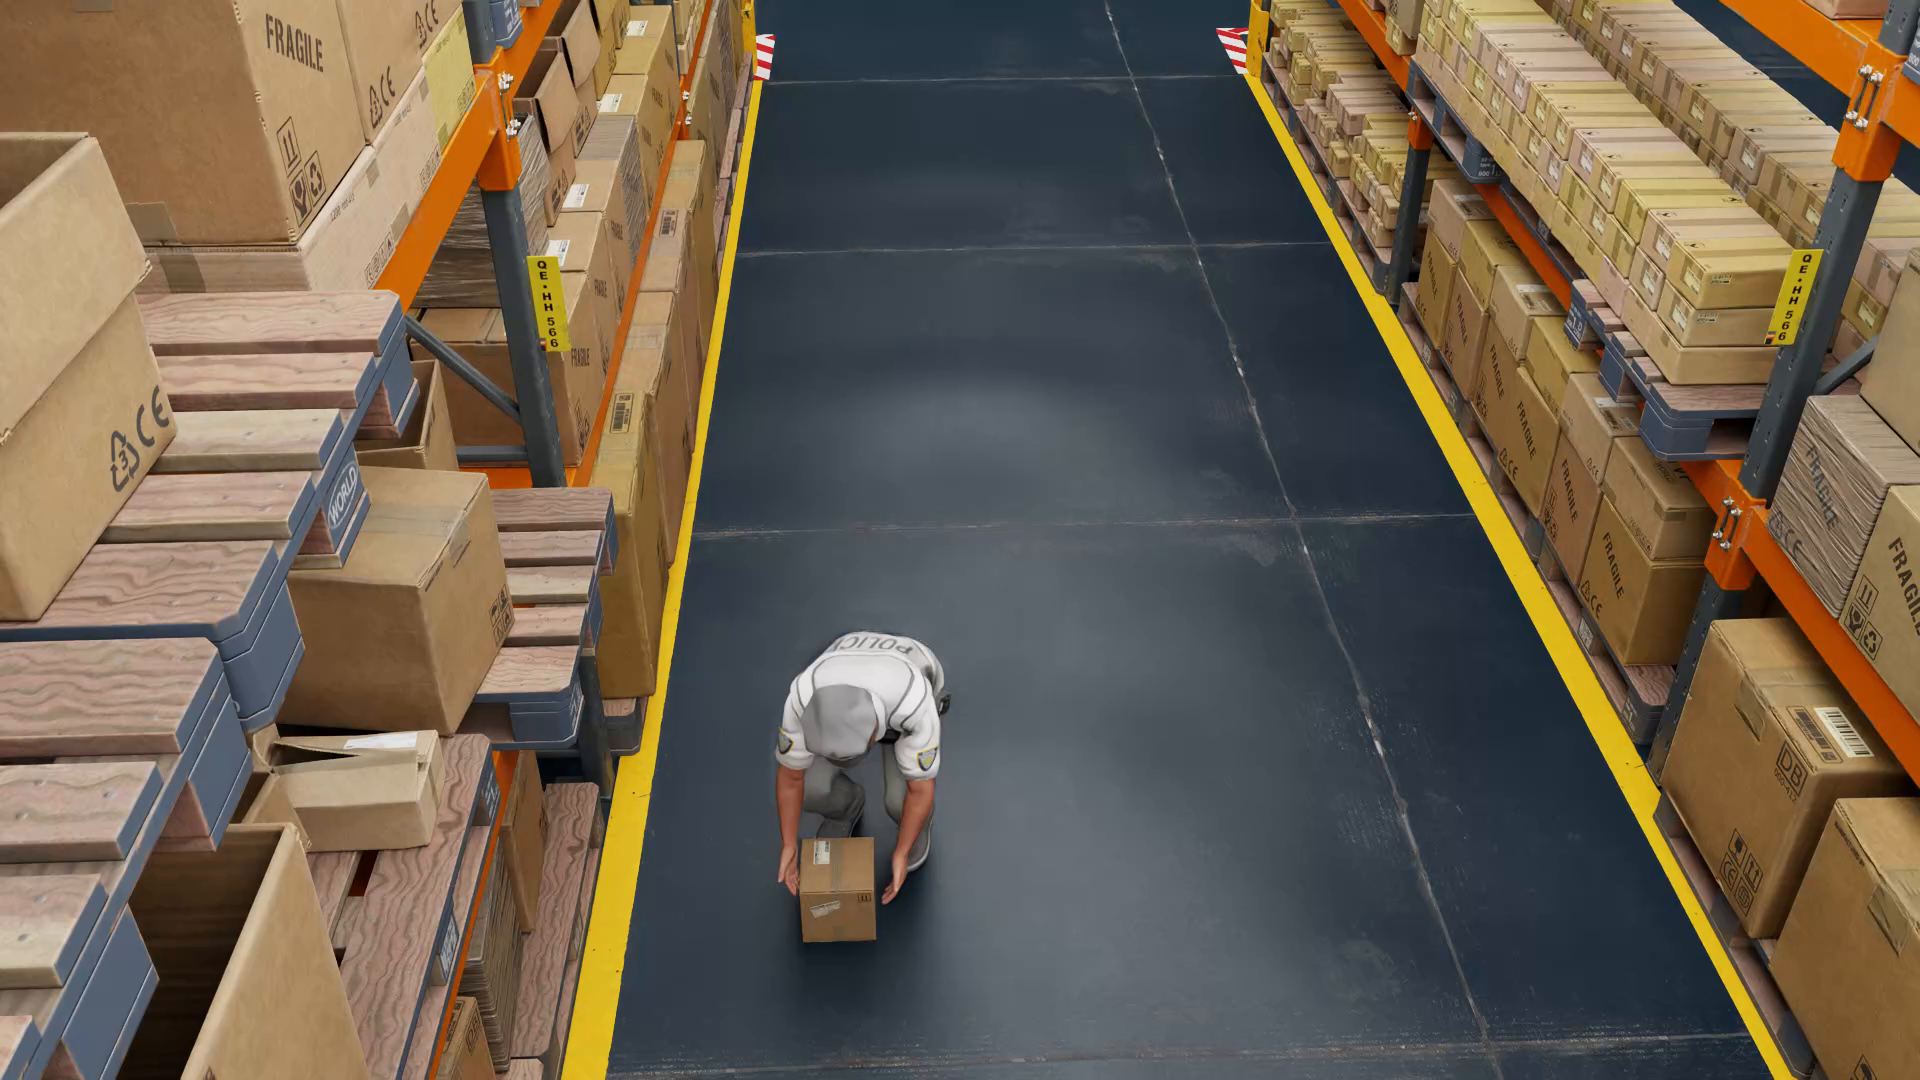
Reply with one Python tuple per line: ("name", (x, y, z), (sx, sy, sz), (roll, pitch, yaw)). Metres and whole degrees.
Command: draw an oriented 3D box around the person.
("person", (-0.306, 0.728, 5.716), (0.563, 1.050, 0.938), (9, 36, 13))
